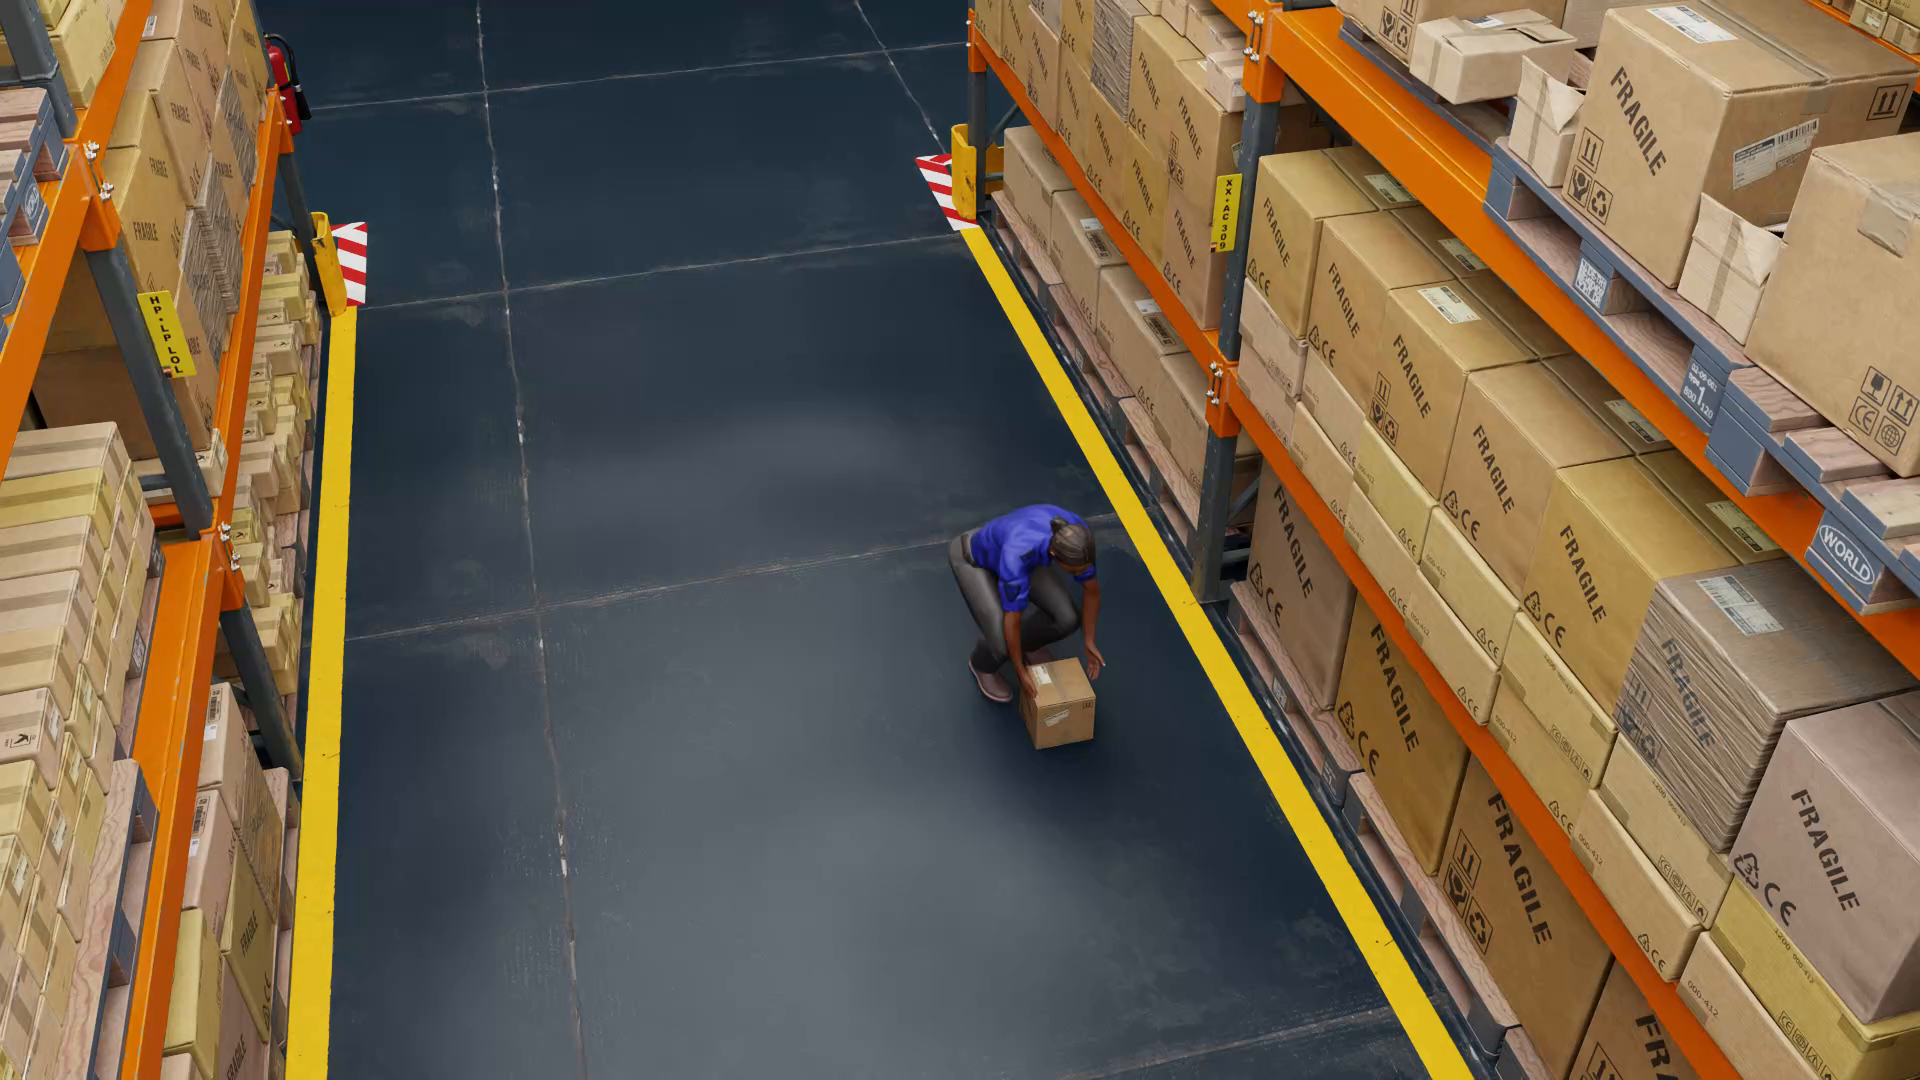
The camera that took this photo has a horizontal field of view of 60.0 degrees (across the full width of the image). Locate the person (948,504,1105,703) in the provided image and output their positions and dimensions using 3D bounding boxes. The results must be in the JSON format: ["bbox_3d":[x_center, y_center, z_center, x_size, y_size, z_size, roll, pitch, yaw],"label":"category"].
[{"bbox_3d":[0.283,0.208,6.968,0.482,1.026,0.766,-19,42,-22],"label":"person"}]
